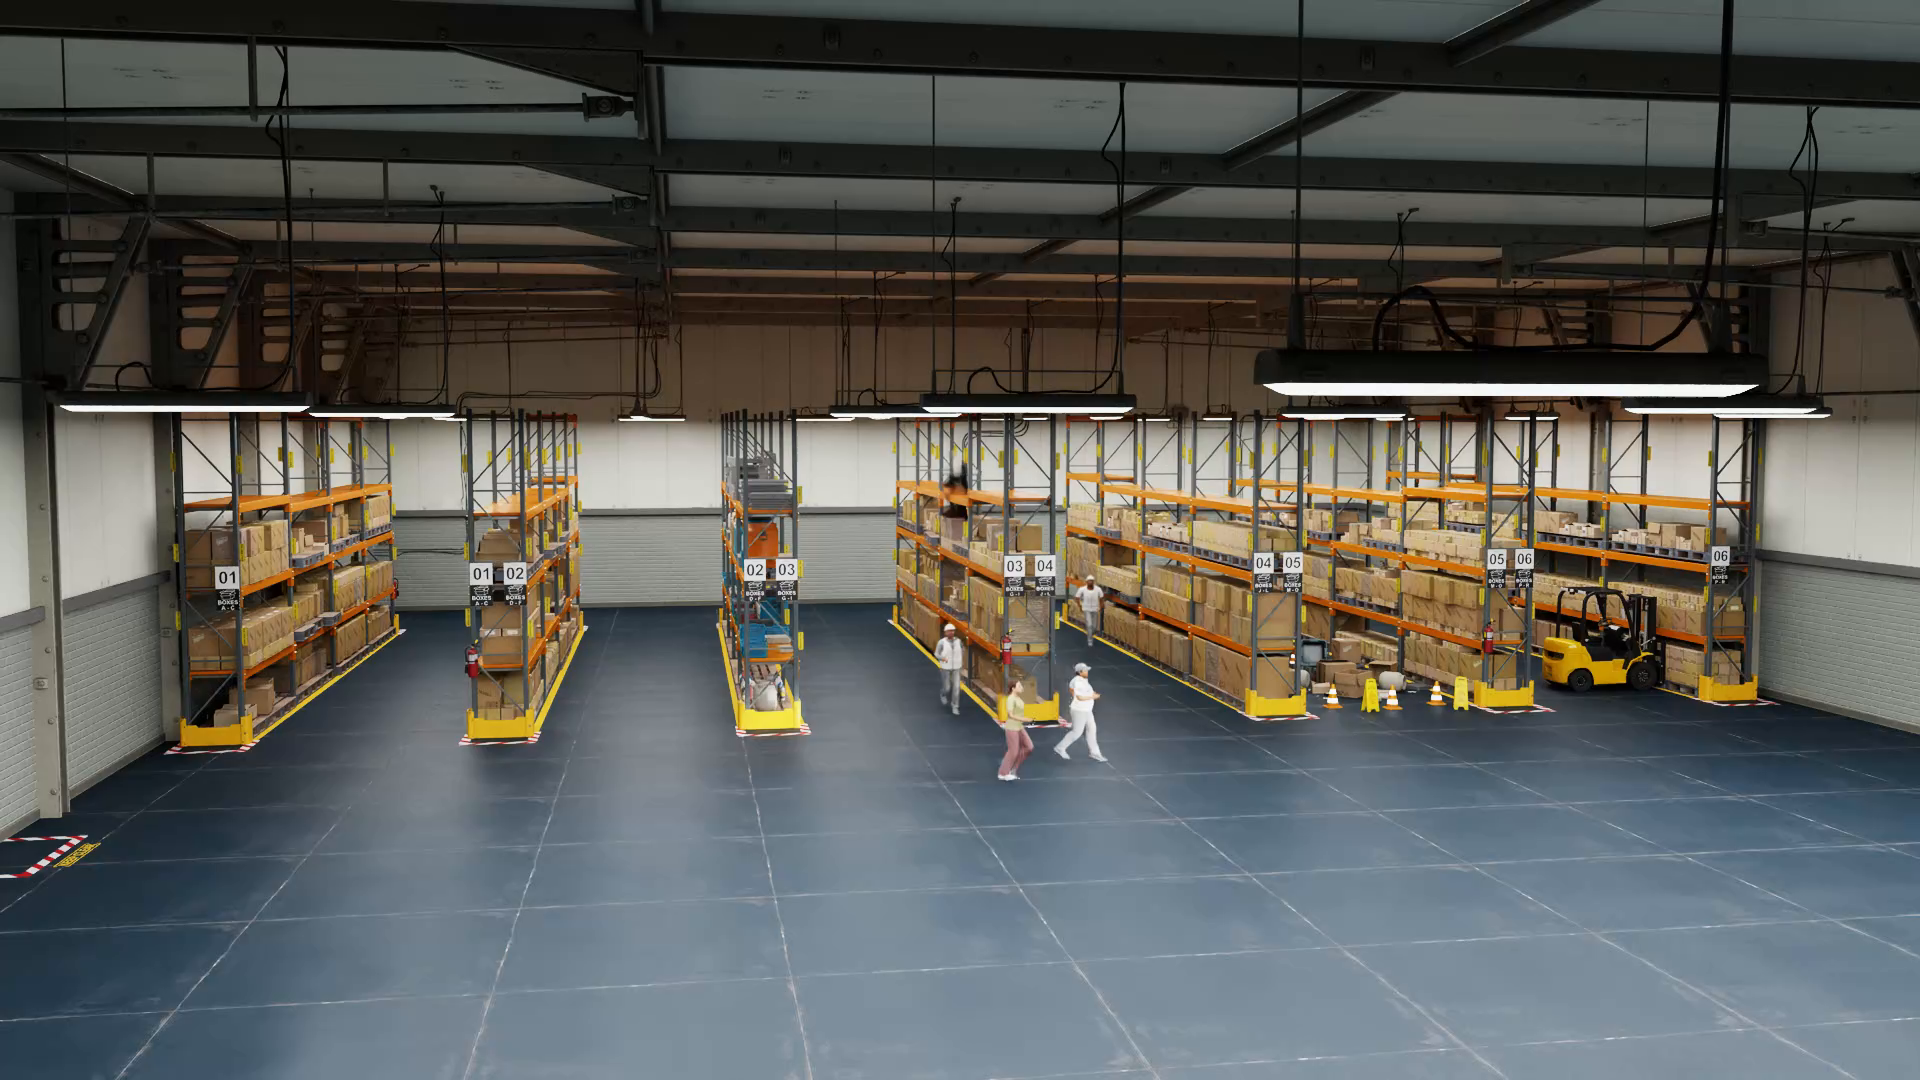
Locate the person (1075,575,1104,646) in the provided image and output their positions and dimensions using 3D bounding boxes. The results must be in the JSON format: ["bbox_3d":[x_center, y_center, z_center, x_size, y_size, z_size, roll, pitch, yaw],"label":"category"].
[{"bbox_3d":[3.211,1.734,40.918,0.719,1.743,0.656,0,4,-7],"label":"person"}]

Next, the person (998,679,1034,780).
[{"bbox_3d":[0.906,3.003,26.624,0.603,1.580,0.596,1,4,19],"label":"person"}]

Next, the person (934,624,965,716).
[{"bbox_3d":[-0.188,2.543,33.027,0.661,1.777,0.922,-1,4,-14],"label":"person"}]

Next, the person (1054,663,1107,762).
[{"bbox_3d":[2.038,2.916,28.104,0.886,1.689,0.602,1,4,13],"label":"person"}]
